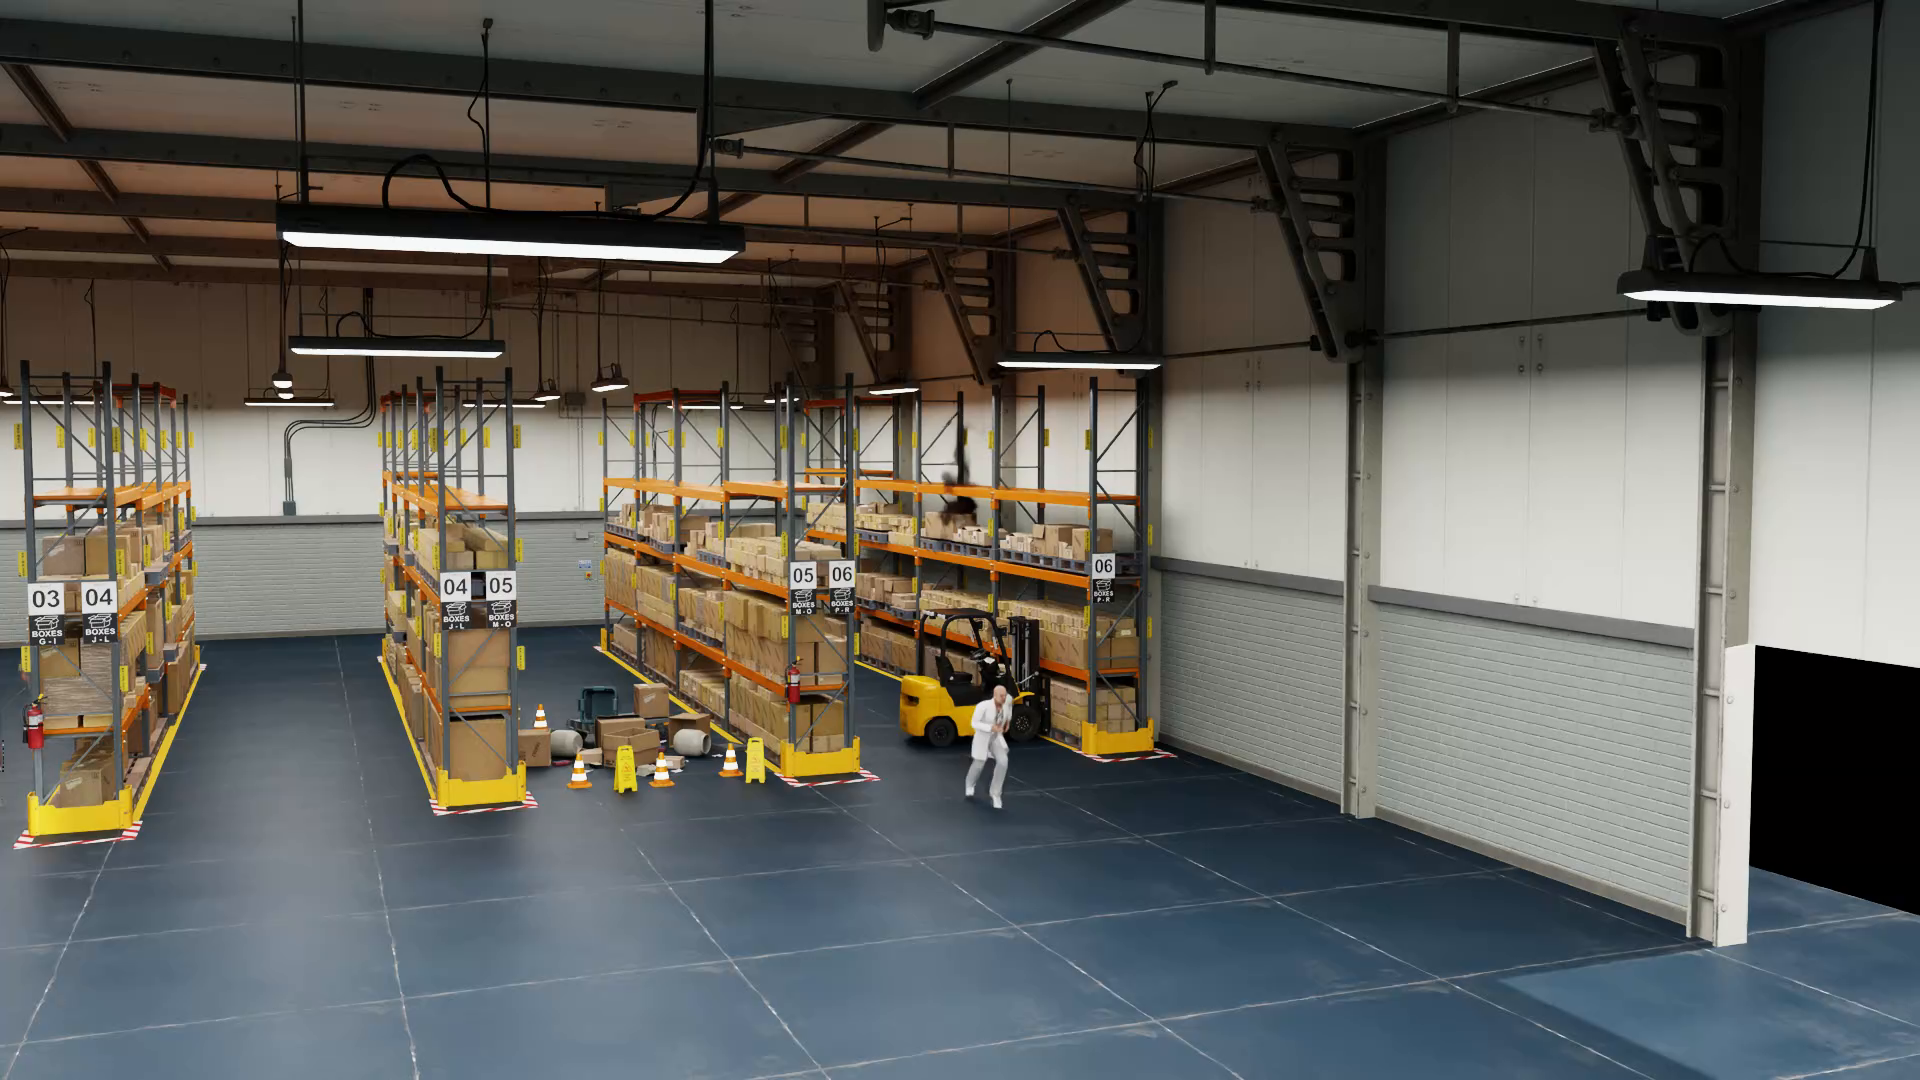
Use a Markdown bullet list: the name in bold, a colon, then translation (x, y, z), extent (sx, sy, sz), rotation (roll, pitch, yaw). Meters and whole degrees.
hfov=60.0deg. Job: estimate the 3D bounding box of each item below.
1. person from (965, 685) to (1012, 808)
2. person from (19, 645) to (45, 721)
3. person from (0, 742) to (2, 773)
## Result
- **person**: translation (0.385, 2.817, 22.910), extent (0.752, 1.733, 1.073), rotation (-2, 4, -29)
- **person**: translation (-16.008, 2.444, 28.998), extent (0.694, 1.695, 0.723), rotation (-1, 4, -20)
- **person**: translation (-12.118, 2.897, 20.388), extent (0.933, 1.739, 0.772), rotation (3, 4, 40)
